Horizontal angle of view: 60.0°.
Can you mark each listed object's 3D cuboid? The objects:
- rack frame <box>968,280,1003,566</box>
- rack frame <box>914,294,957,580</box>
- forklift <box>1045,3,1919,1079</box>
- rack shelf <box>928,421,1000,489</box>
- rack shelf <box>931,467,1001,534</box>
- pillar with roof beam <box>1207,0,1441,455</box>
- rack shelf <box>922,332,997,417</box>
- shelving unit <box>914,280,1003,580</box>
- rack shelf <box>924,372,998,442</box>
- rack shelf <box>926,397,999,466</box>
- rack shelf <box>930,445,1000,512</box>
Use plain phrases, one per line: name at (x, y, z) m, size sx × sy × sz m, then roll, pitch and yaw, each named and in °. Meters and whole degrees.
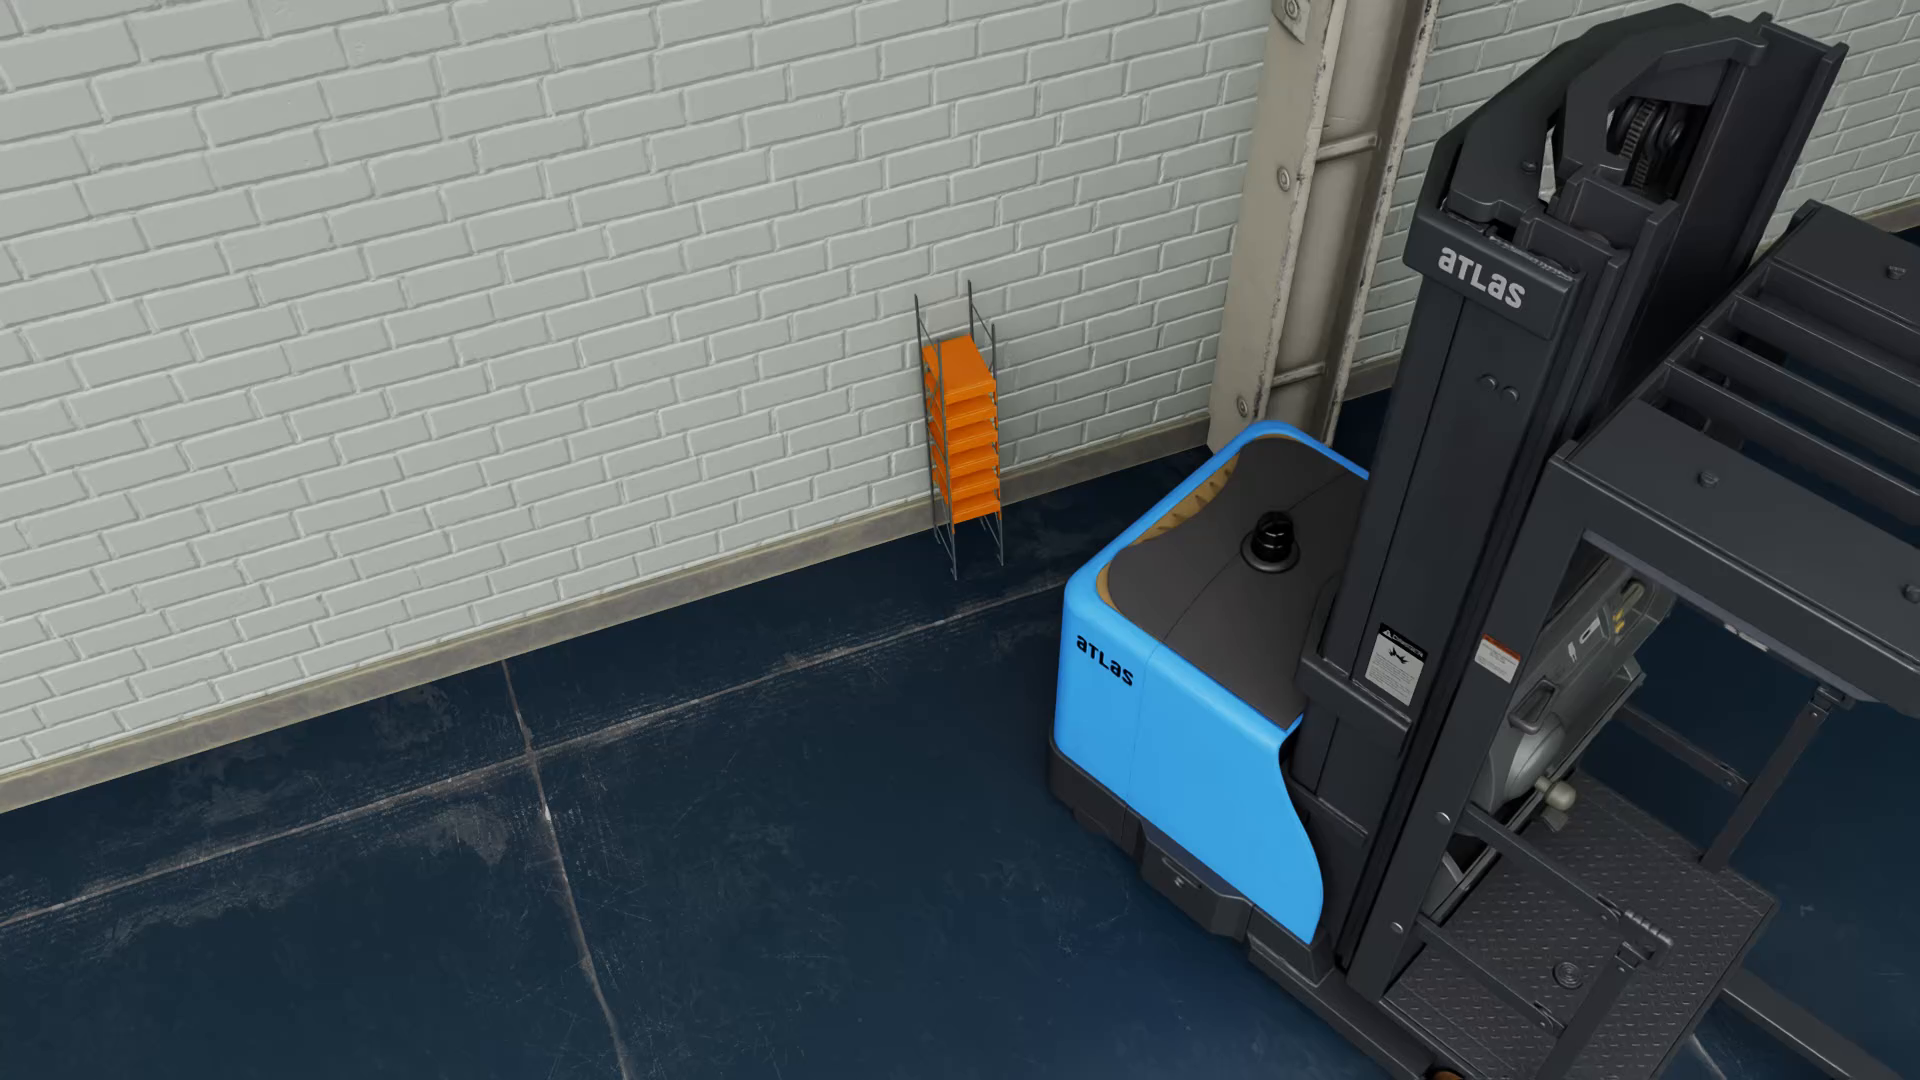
rack frame at (0.093, -0.374, 5.770) m, size 0.006 × 1.200 × 0.240 m, roll -17°, pitch 51°, yaw -11°
rack frame at (-0.079, -0.322, 5.736) m, size 0.006 × 1.200 × 0.240 m, roll -17°, pitch 51°, yaw -11°
forklift at (1.693, 0.383, 3.989) m, size 3.031 × 2.935 × 1.130 m, roll 36°, pitch 58°, yaw 27°
rack shelf at (0.009, -0.319, 5.787) m, size 0.180 × 0.103 × 0.258 m, roll -17°, pitch 51°, yaw -11°
rack shelf at (0.019, -0.166, 5.971) m, size 0.180 × 0.103 × 0.258 m, roll -17°, pitch 51°, yaw -11°
pillar with roof beam at (2.832, -0.264, 0.545) m, size 0.400 × 9.000 × 9.100 m, roll -17°, pitch 52°, yaw -14°
rack shelf at (-0.006, -0.549, 5.510) m, size 0.180 × 0.103 × 0.258 m, roll -17°, pitch 51°, yaw -11°
shelving unit at (0.007, -0.348, 5.753) m, size 0.189 × 1.200 × 0.258 m, roll -17°, pitch 51°, yaw -11°
rack shelf at (-0.001, -0.473, 5.602) m, size 0.180 × 0.103 × 0.258 m, roll -17°, pitch 51°, yaw -11°
rack shelf at (0.004, -0.396, 5.695) m, size 0.180 × 0.103 × 0.258 m, roll -17°, pitch 51°, yaw -11°
rack shelf at (0.014, -0.243, 5.879) m, size 0.180 × 0.103 × 0.258 m, roll -17°, pitch 51°, yaw -11°
